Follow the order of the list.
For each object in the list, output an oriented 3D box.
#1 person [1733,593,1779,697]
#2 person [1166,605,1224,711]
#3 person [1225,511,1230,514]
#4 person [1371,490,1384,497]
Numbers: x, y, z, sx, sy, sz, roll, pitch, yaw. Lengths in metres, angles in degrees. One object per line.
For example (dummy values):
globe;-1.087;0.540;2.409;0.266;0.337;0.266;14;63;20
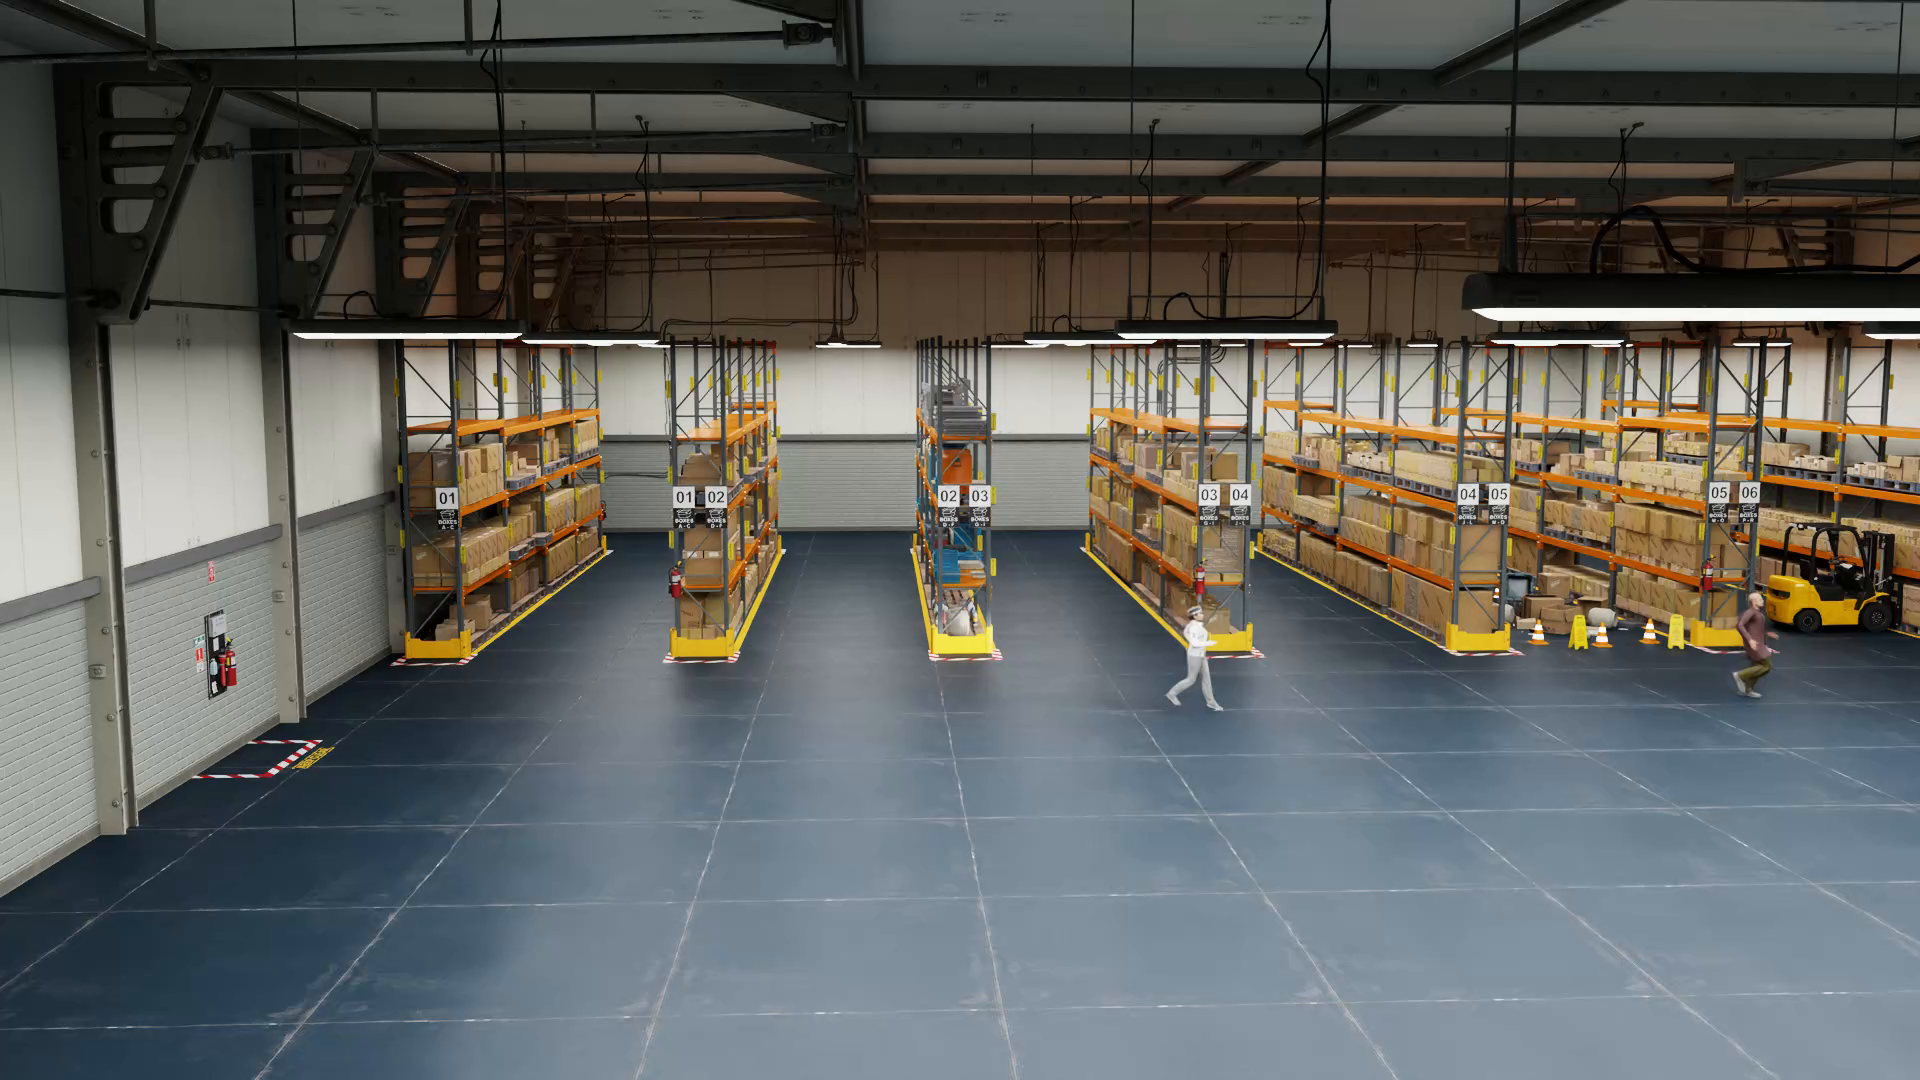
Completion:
person;13.177;1.745;27.500;0.629;1.737;0.695;4;8;35
person;3.747;1.865;26.417;0.919;1.702;0.612;2;7;19
person;7.415;-0.413;47.218;0.645;1.596;0.625;3;7;21
person;12.313;-0.764;49.354;0.928;1.767;0.733;0;7;4
